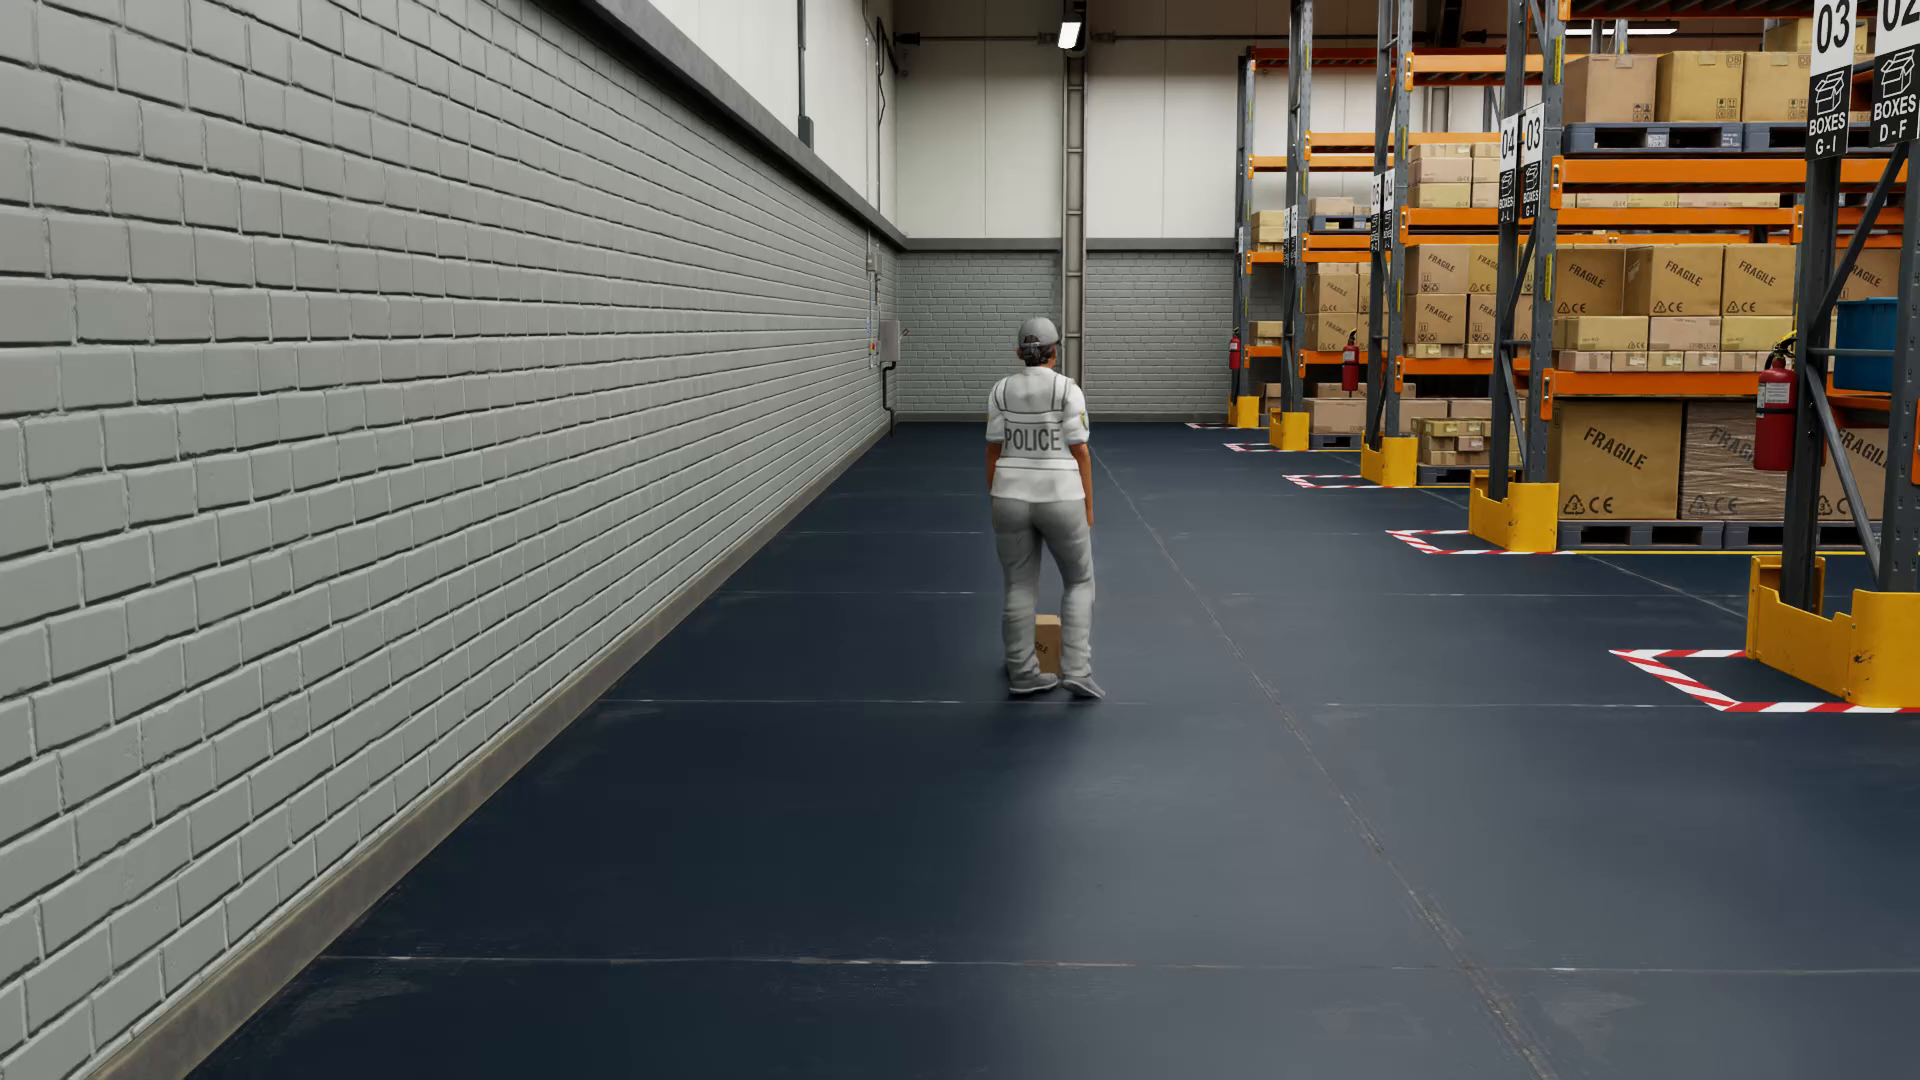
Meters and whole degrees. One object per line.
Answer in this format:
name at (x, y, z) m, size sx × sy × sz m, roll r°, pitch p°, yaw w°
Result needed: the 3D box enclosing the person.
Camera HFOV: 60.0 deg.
person at (0.375, -0.111, 7.318) m, size 0.528 × 1.727 × 0.382 m, roll 3°, pitch 8°, yaw 20°
